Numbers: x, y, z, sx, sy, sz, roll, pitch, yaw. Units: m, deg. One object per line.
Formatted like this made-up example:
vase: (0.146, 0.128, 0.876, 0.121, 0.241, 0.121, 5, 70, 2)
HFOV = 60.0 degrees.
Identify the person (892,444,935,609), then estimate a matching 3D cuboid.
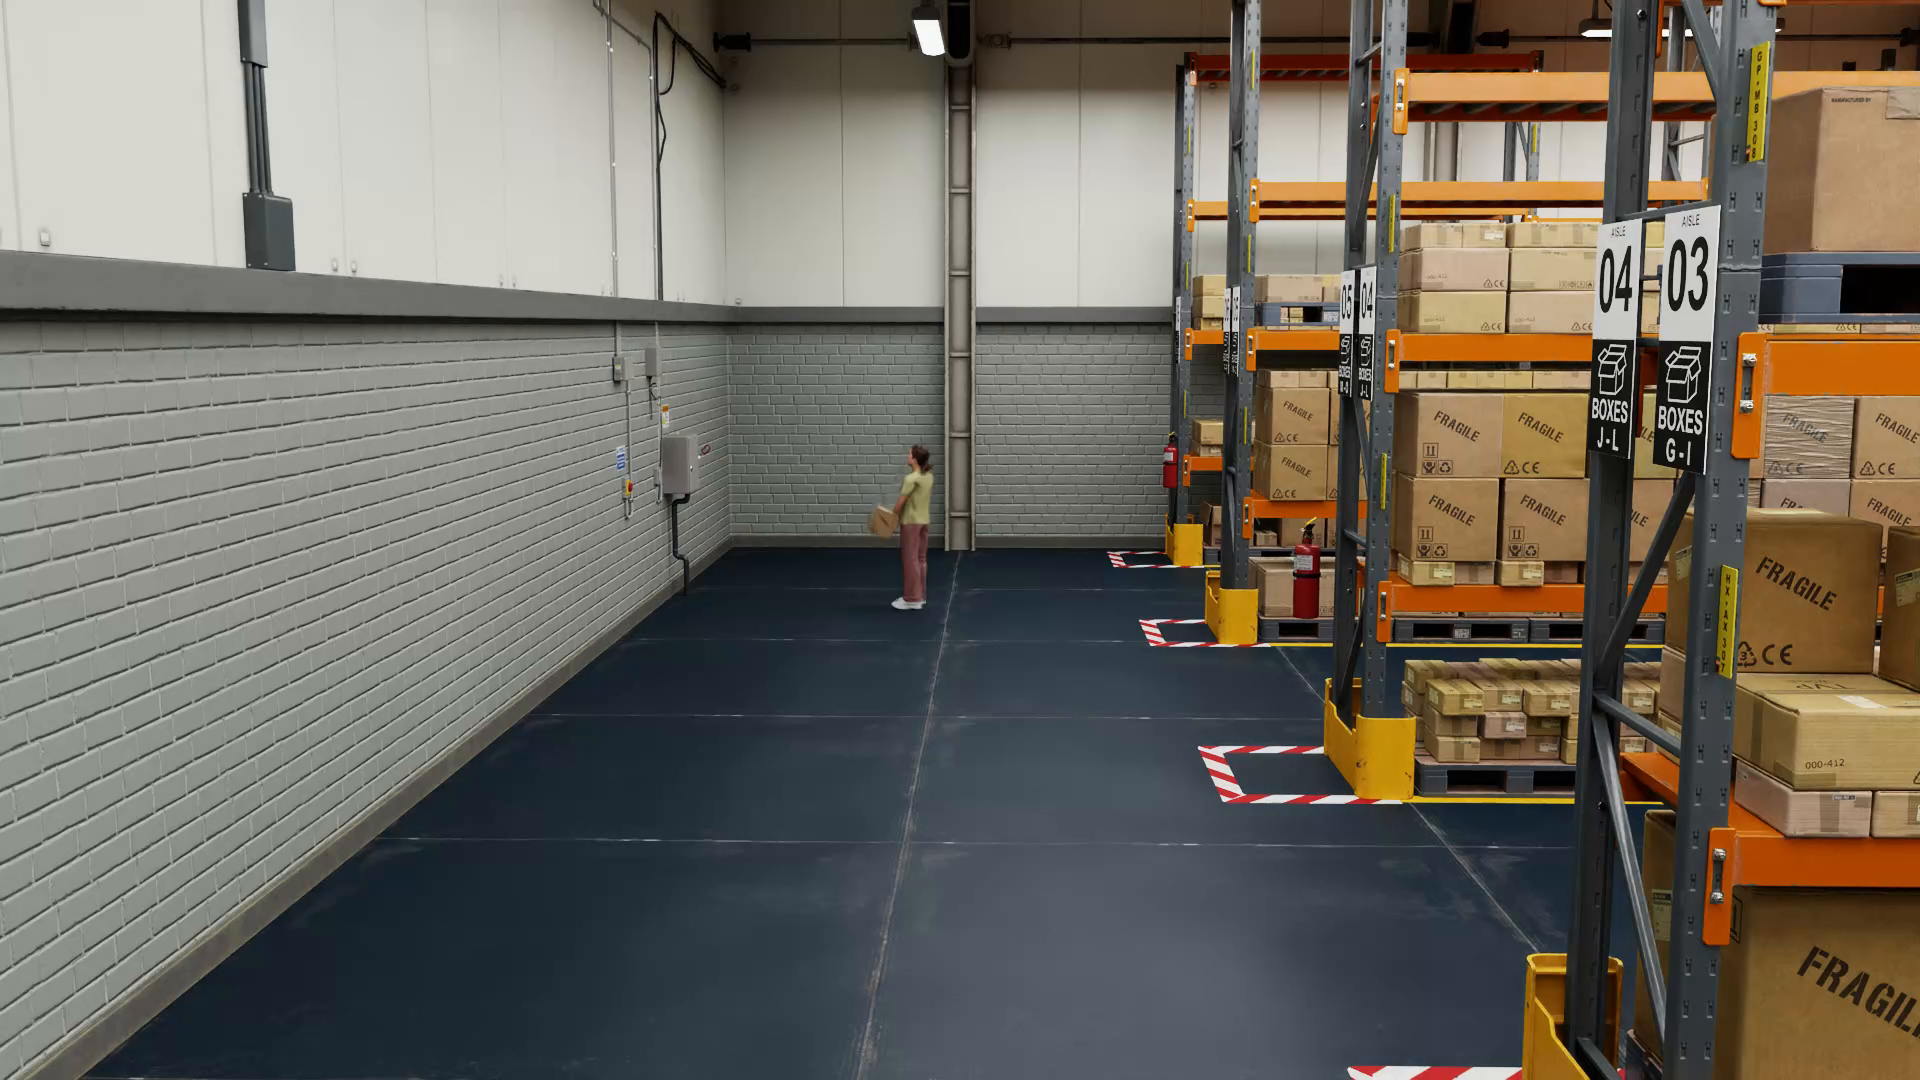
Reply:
person: (-0.498, -0.147, 16.890, 0.486, 1.671, 0.539, -7, 10, -43)
